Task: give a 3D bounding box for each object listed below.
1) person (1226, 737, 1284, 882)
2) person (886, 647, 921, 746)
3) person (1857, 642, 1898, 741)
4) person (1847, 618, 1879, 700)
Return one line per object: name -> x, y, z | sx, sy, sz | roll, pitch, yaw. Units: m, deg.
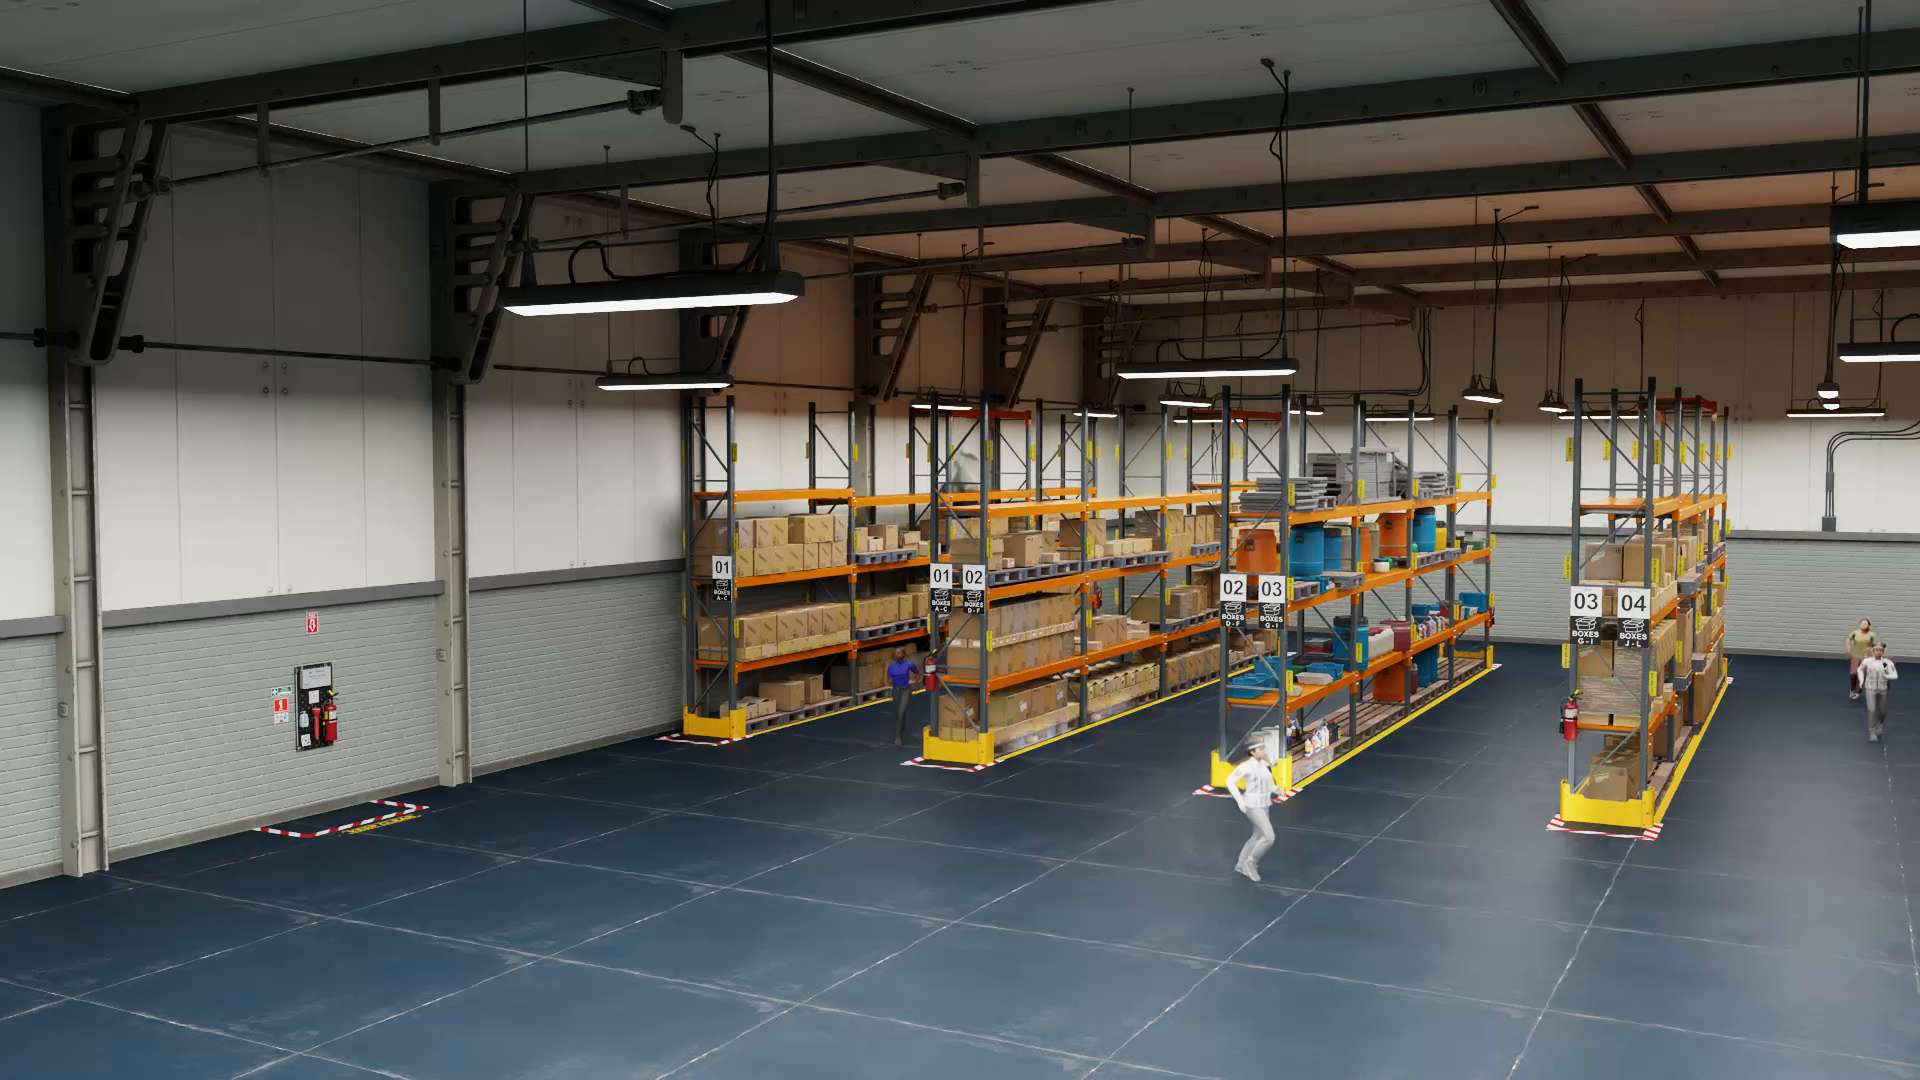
person -> 3.484, 3.134, 19.388 | 0.658, 1.690, 0.582 | 3, 4, 41
person -> -0.983, 2.671, 28.762 | 0.589, 1.664, 0.918 | 1, 3, 20
person -> 15.965, 2.613, 28.943 | 0.611, 1.676, 0.906 | 1, 3, 26
person -> 18.229, 2.409, 33.588 | 0.607, 1.657, 0.588 | 2, 4, 34
